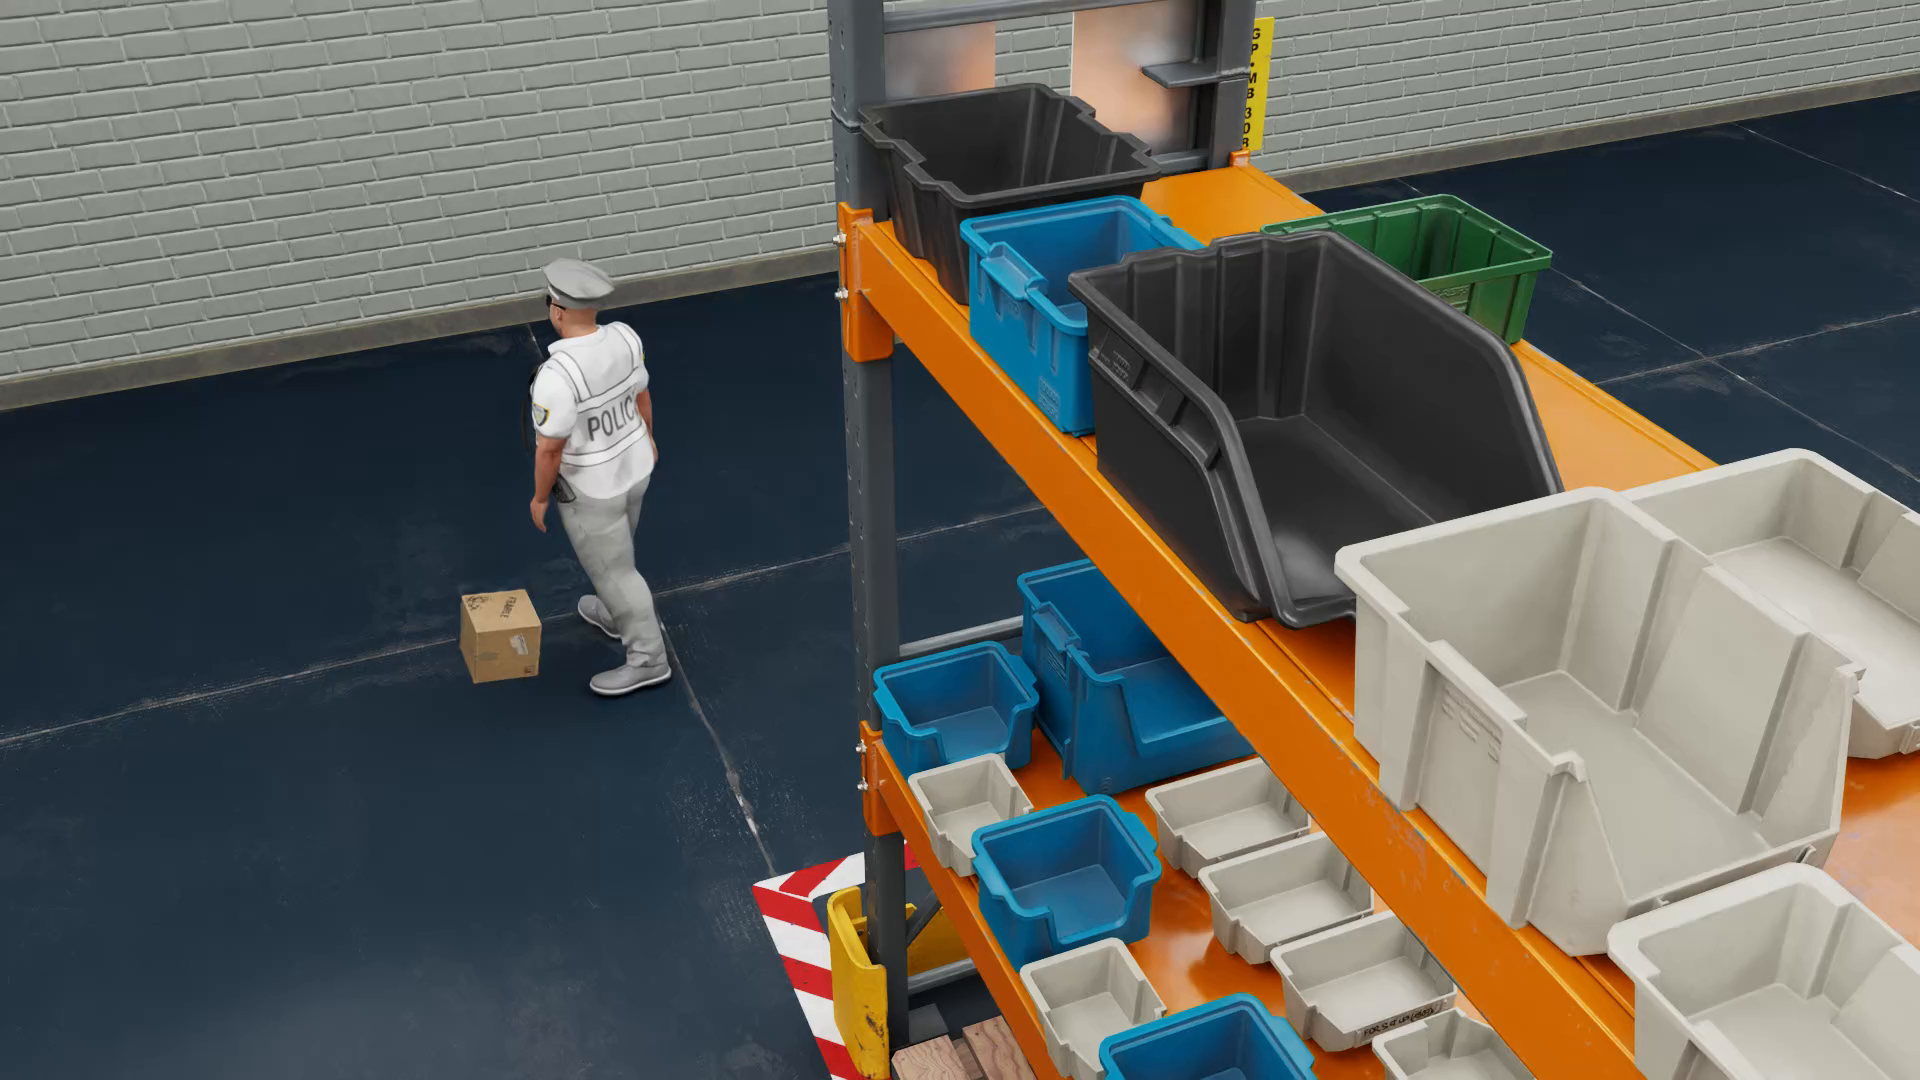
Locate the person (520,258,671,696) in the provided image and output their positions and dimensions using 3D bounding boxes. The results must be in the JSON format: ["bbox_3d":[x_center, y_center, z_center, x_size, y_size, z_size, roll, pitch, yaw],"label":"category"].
[{"bbox_3d":[-1.428,-0.283,6.542,0.653,1.754,0.671,15,36,22],"label":"person"}]
